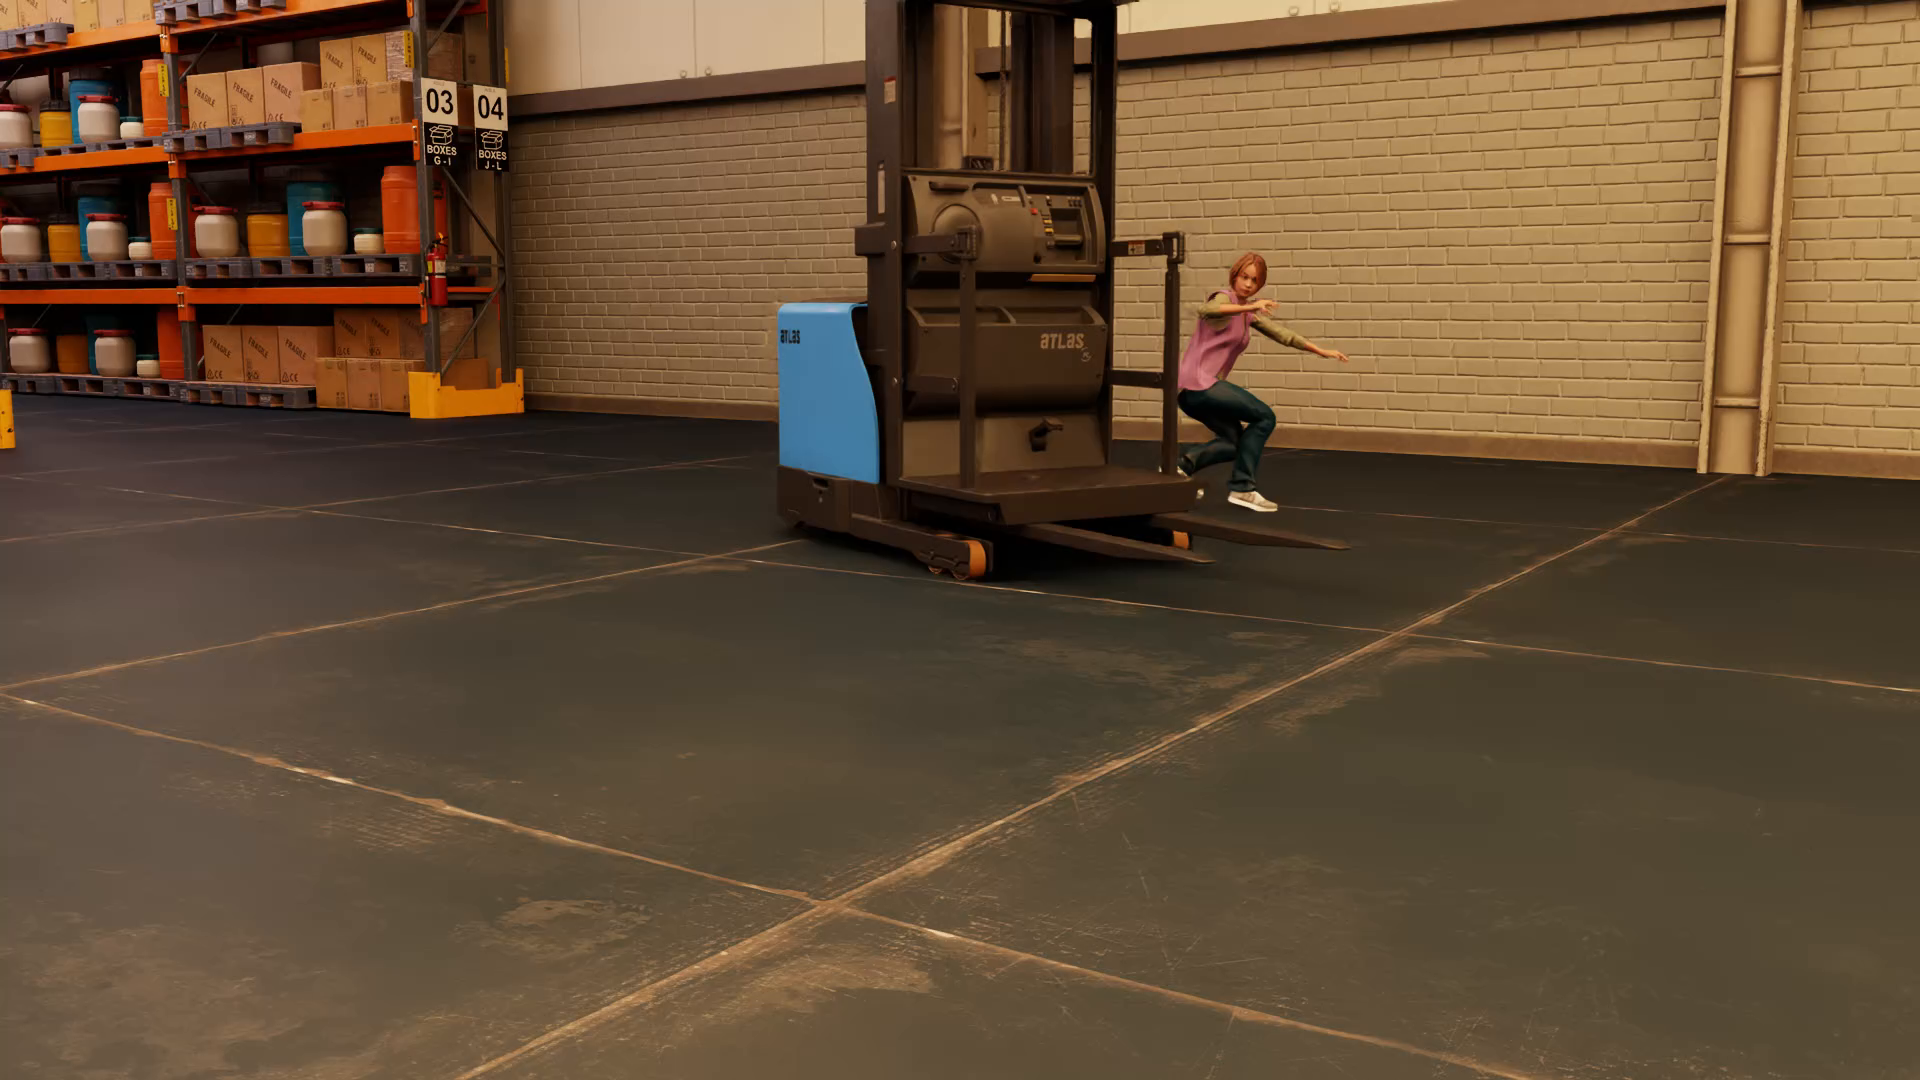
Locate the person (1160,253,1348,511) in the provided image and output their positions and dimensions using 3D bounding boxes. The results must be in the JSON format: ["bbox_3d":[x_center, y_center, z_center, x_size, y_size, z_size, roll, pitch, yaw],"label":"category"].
[{"bbox_3d":[1.539,-0.802,8.619,0.988,1.326,0.674,1,8,4],"label":"person"}]

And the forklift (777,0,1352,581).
[{"bbox_3d":[0.316,-1.364,6.783,1.130,2.935,3.031,-5,9,-31],"label":"forklift"}]
